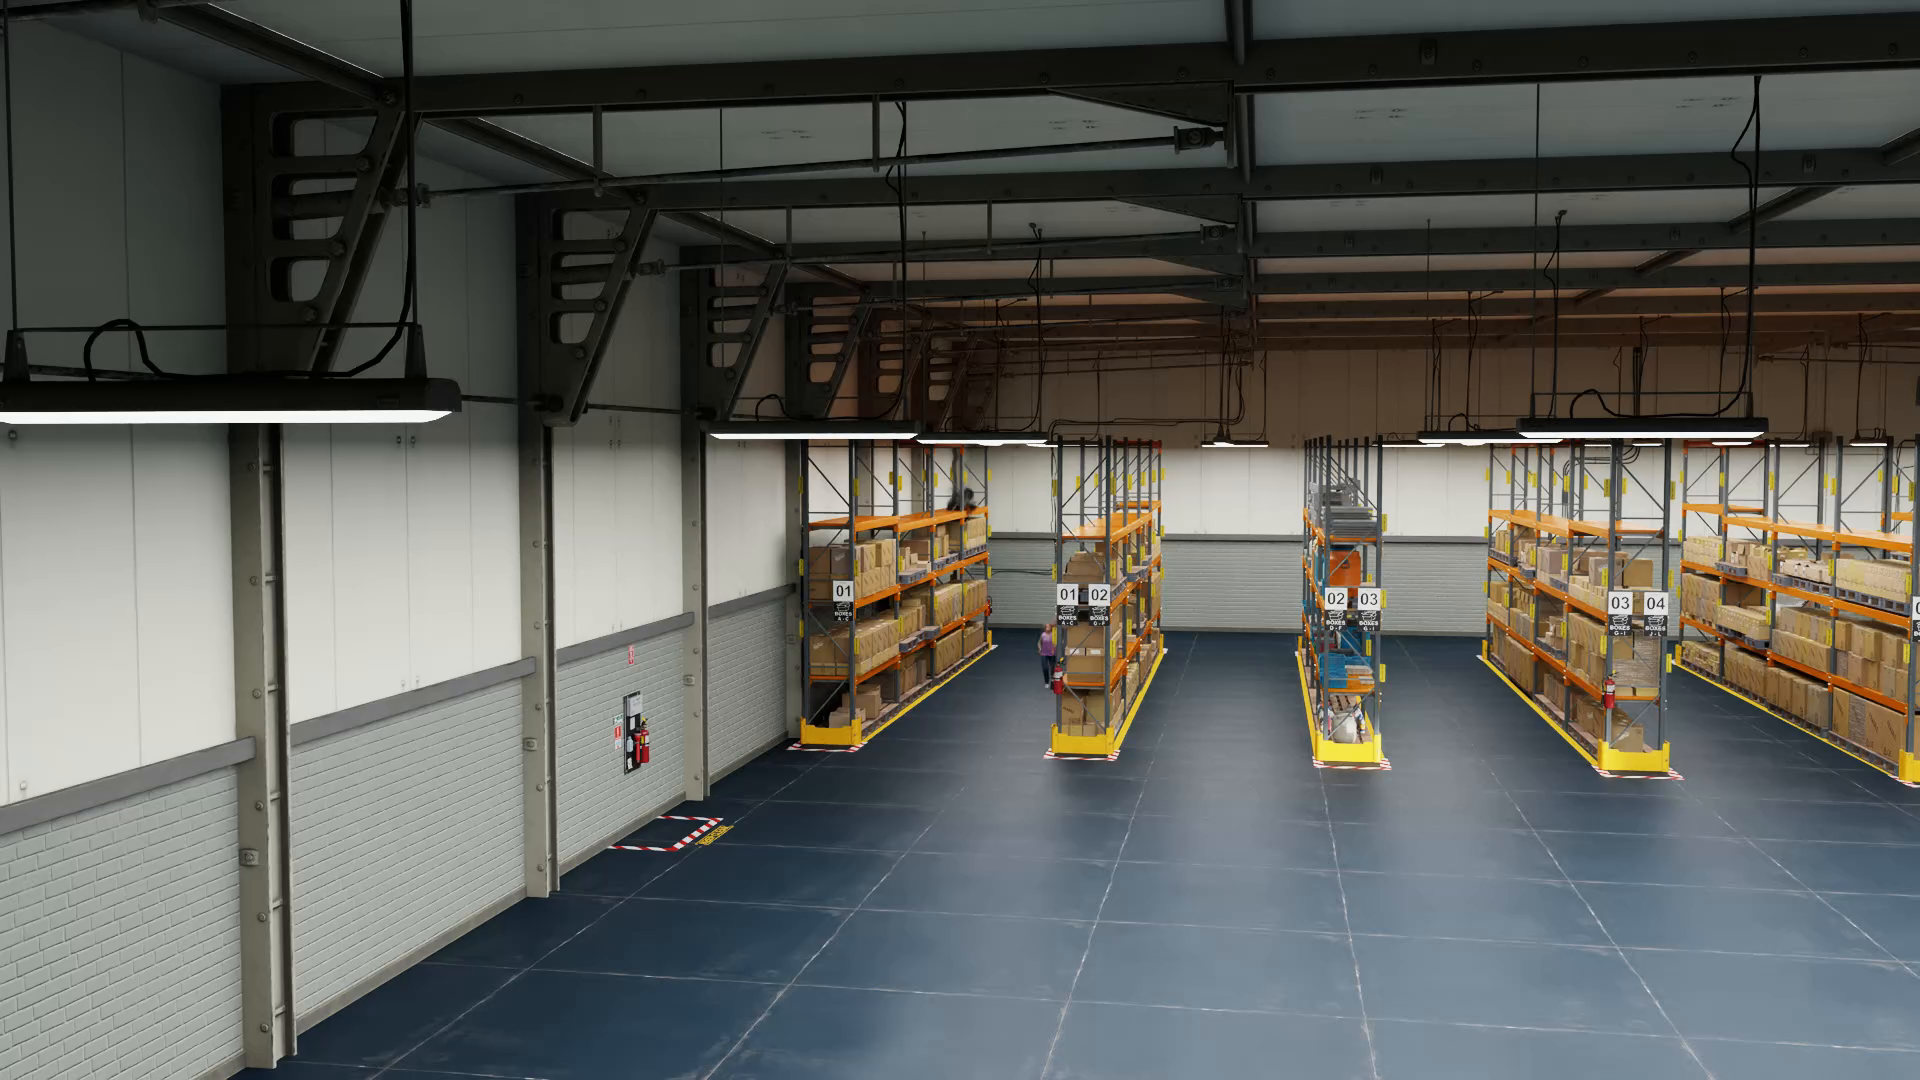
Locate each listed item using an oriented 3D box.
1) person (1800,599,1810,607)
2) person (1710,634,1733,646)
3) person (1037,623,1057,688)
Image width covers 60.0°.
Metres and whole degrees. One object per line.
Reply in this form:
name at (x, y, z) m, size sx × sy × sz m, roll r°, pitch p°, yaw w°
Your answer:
person at (23.126, 2.449, 45.275) m, size 0.653 × 1.678 × 0.644 m, roll 1°, pitch 3°, yaw 15°
person at (20.876, 2.343, 45.813) m, size 1.040 × 1.773 × 0.708 m, roll -1°, pitch 3°, yaw -11°
person at (2.127, 2.778, 40.119) m, size 0.535 × 1.548 × 0.567 m, roll 1°, pitch 3°, yaw 12°
